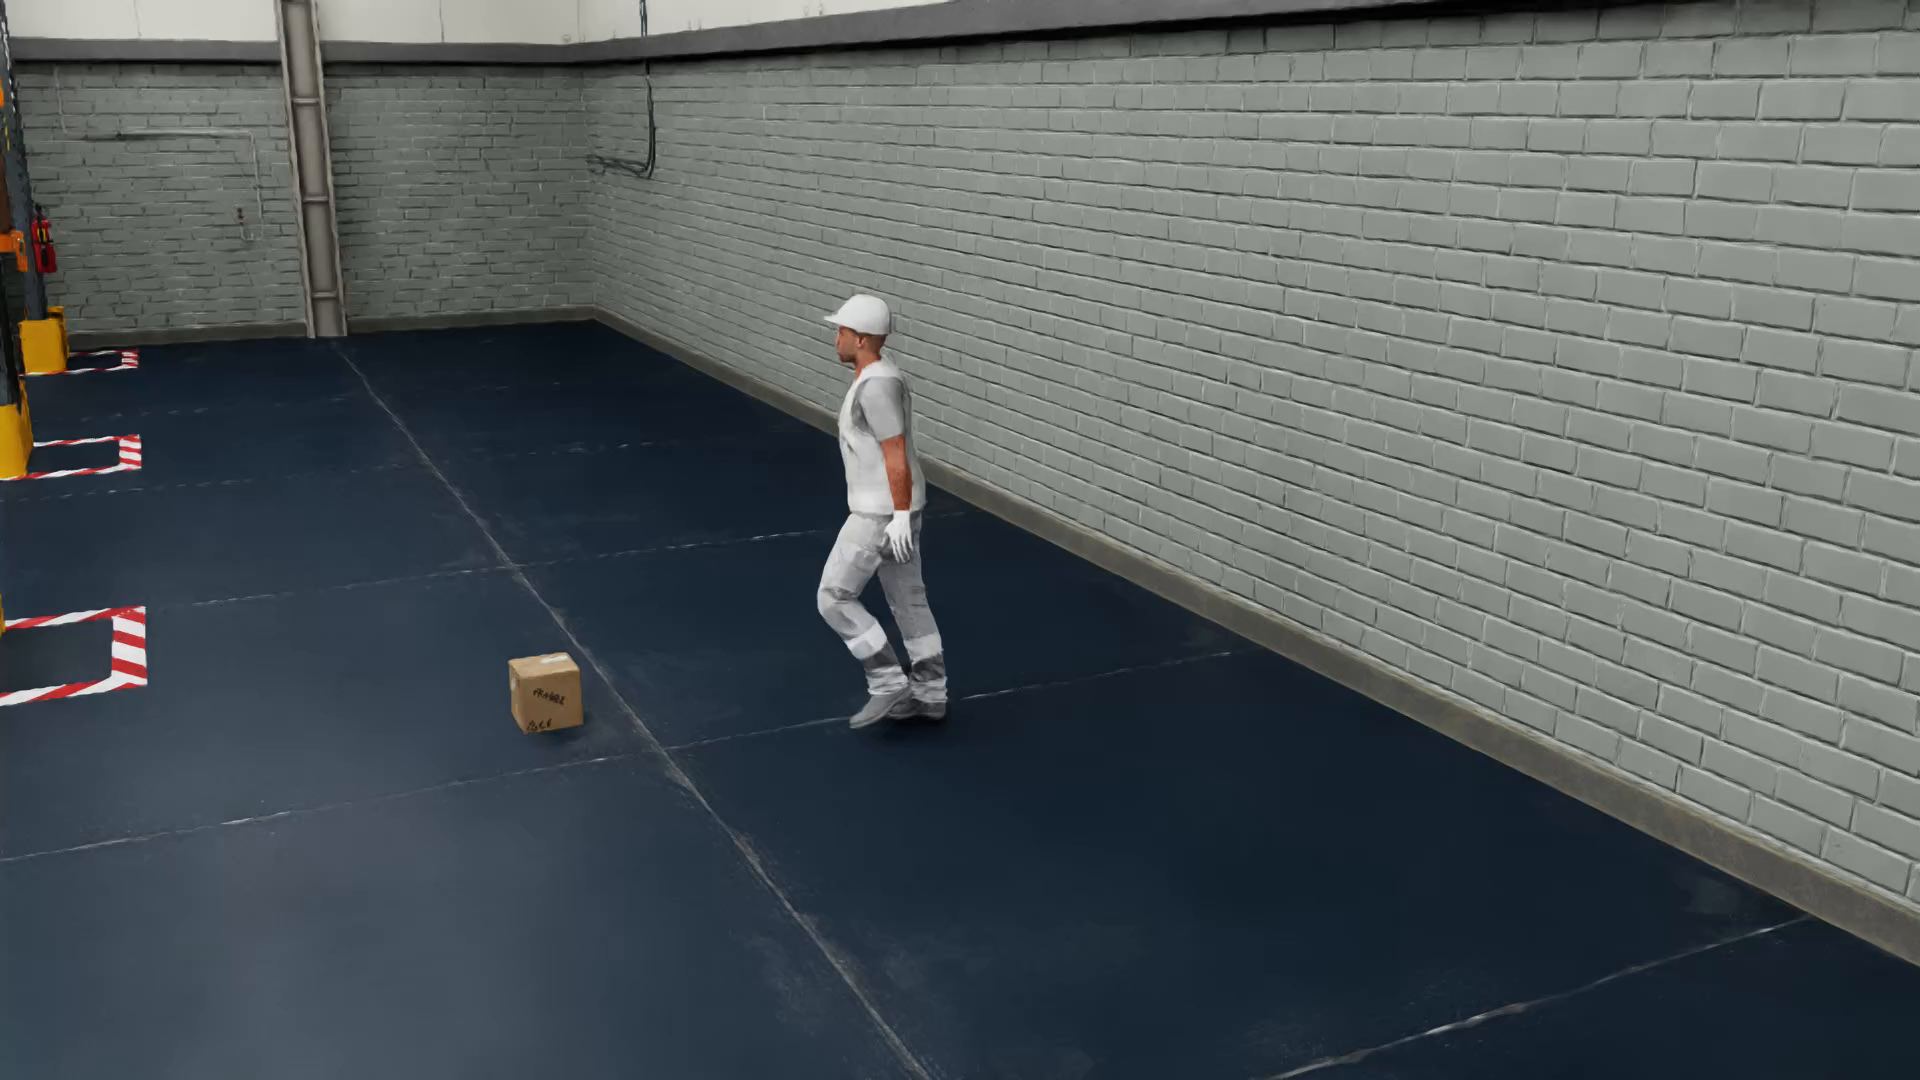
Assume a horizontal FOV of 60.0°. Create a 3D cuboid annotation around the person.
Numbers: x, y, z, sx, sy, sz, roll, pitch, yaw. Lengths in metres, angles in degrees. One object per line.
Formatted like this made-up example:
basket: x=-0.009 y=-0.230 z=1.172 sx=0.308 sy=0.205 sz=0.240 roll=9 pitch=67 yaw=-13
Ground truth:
person: x=-0.311 y=-0.113 z=6.816 sx=0.521 sy=1.768 sz=0.580 roll=1 pitch=15 yaw=5
